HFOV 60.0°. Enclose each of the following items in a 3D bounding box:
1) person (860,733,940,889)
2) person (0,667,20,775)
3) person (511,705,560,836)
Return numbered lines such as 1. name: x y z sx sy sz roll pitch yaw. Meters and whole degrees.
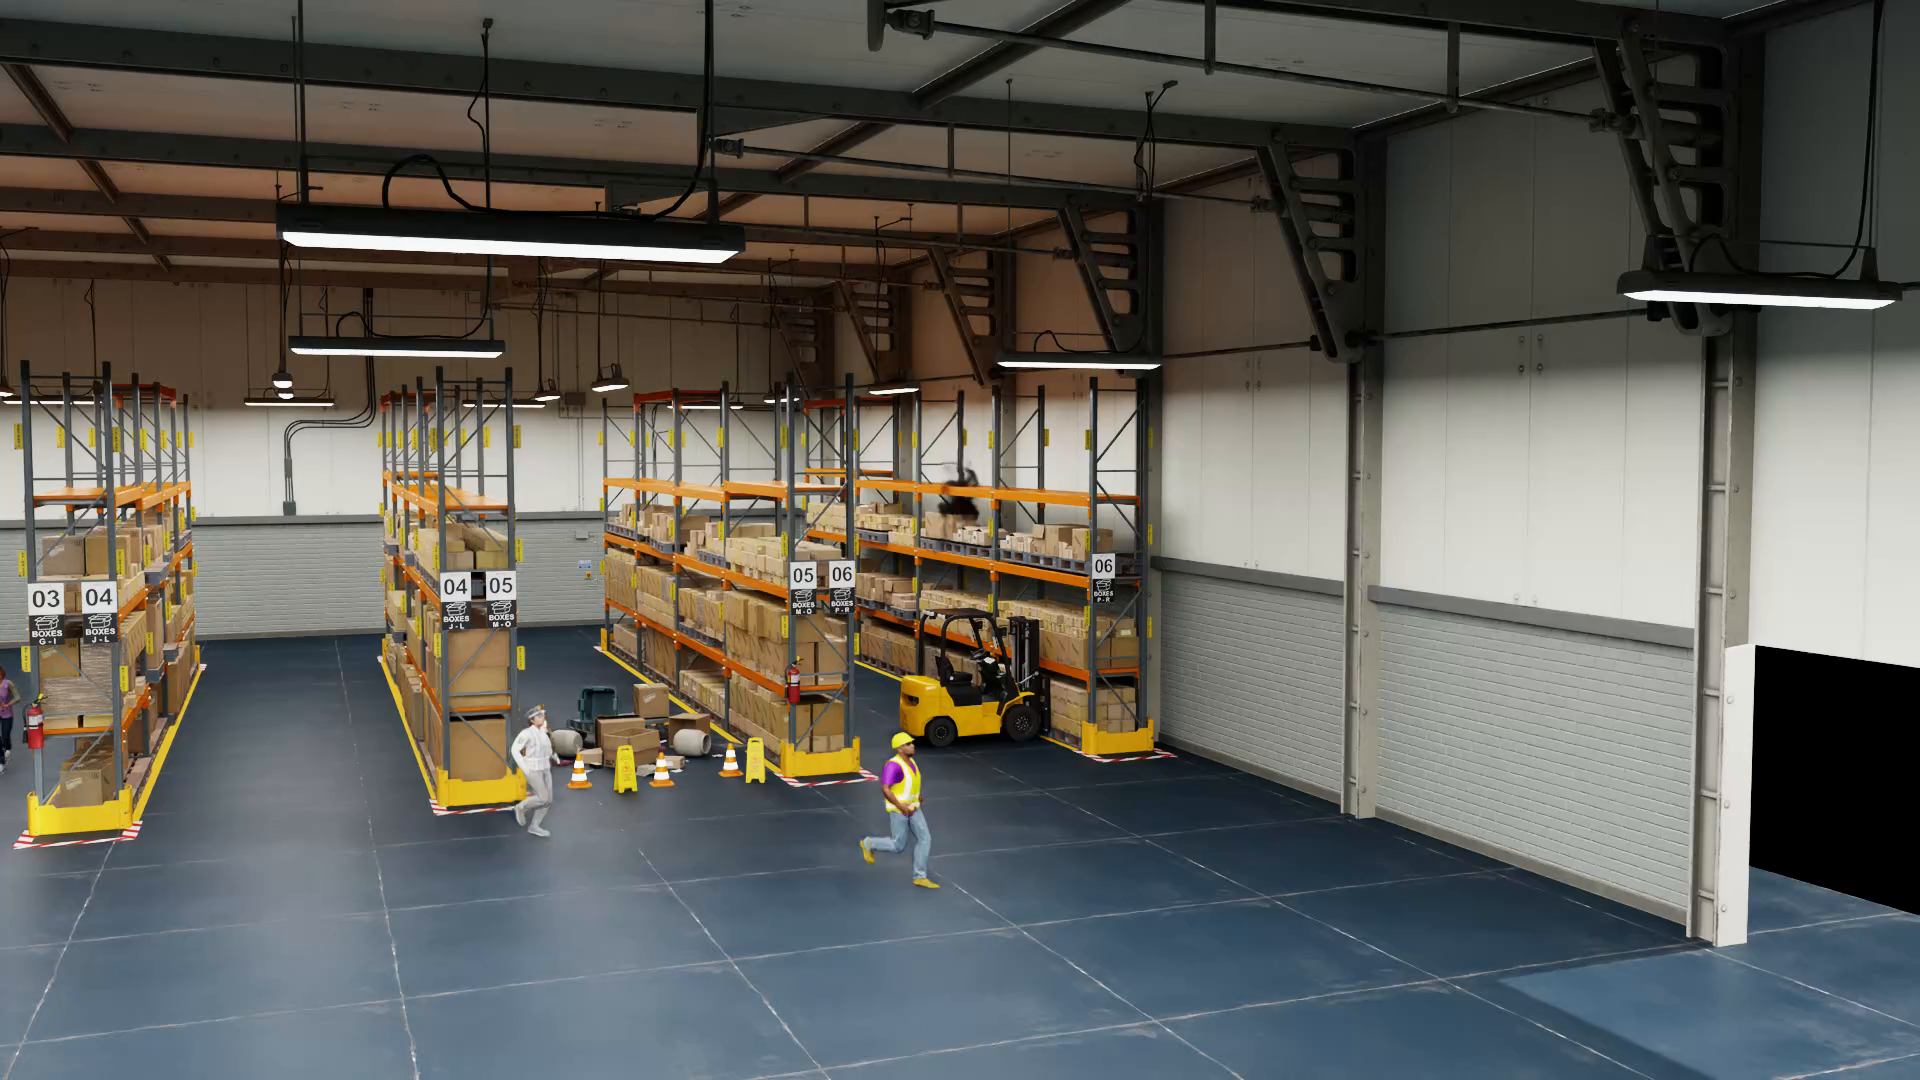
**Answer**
1. person: -0.671 3.033 18.723 0.944 1.740 0.680 2 4 29
2. person: -14.543 2.689 25.207 0.557 1.597 0.929 -1 4 -22
3. person: -5.351 2.912 21.037 0.526 1.658 0.670 2 4 25
